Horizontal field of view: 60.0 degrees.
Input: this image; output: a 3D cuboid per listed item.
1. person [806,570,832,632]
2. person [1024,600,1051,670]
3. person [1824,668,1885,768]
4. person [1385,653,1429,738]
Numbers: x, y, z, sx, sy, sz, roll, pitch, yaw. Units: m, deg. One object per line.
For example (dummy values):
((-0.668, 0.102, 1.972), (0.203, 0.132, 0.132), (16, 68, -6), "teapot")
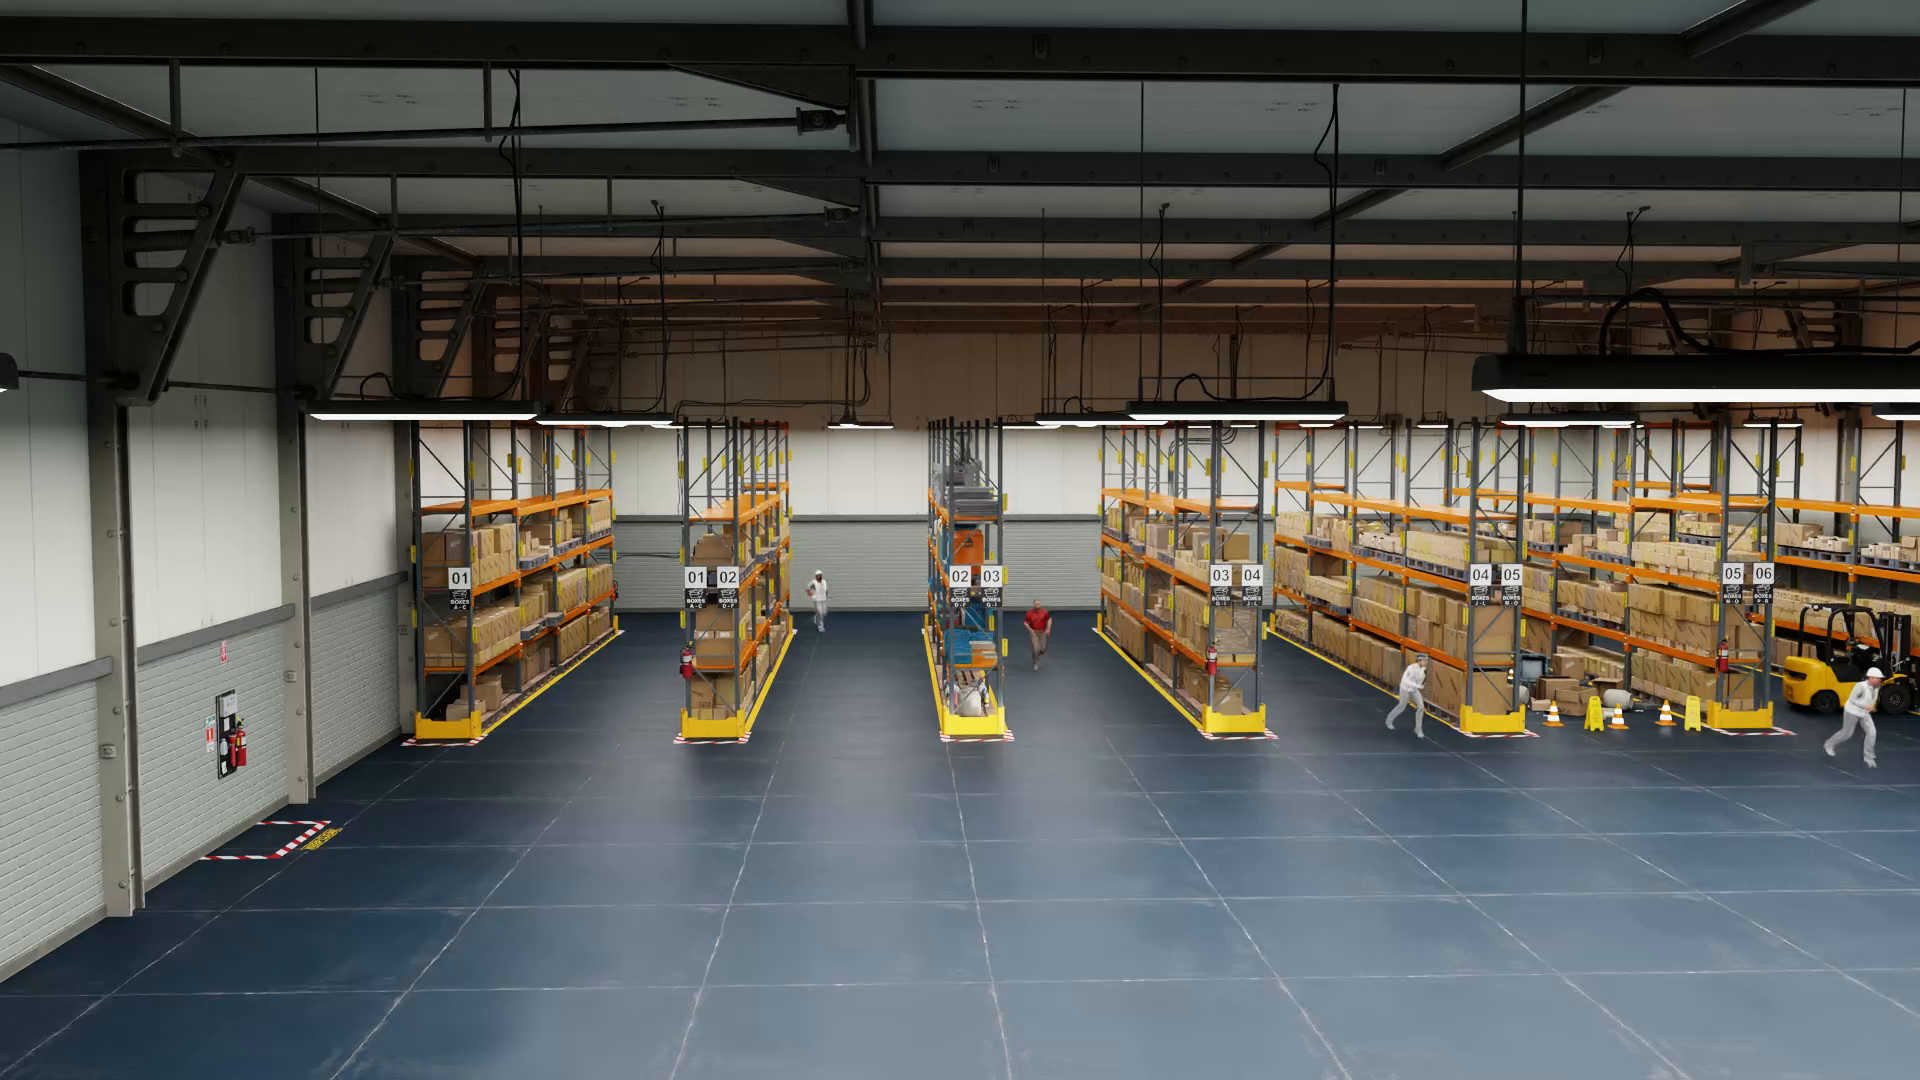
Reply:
((-4.084, 1.744, 47.799), (0.673, 1.748, 0.699), (-3, 5, -39), "person")
((1.873, 2.280, 40.005), (0.679, 1.694, 0.629), (0, 4, -6), "person")
((15.428, 3.028, 28.677), (0.699, 1.747, 1.037), (-2, 4, -29), "person")
((8.462, 2.906, 31.463), (0.658, 1.625, 0.964), (-3, 5, -36), "person")
